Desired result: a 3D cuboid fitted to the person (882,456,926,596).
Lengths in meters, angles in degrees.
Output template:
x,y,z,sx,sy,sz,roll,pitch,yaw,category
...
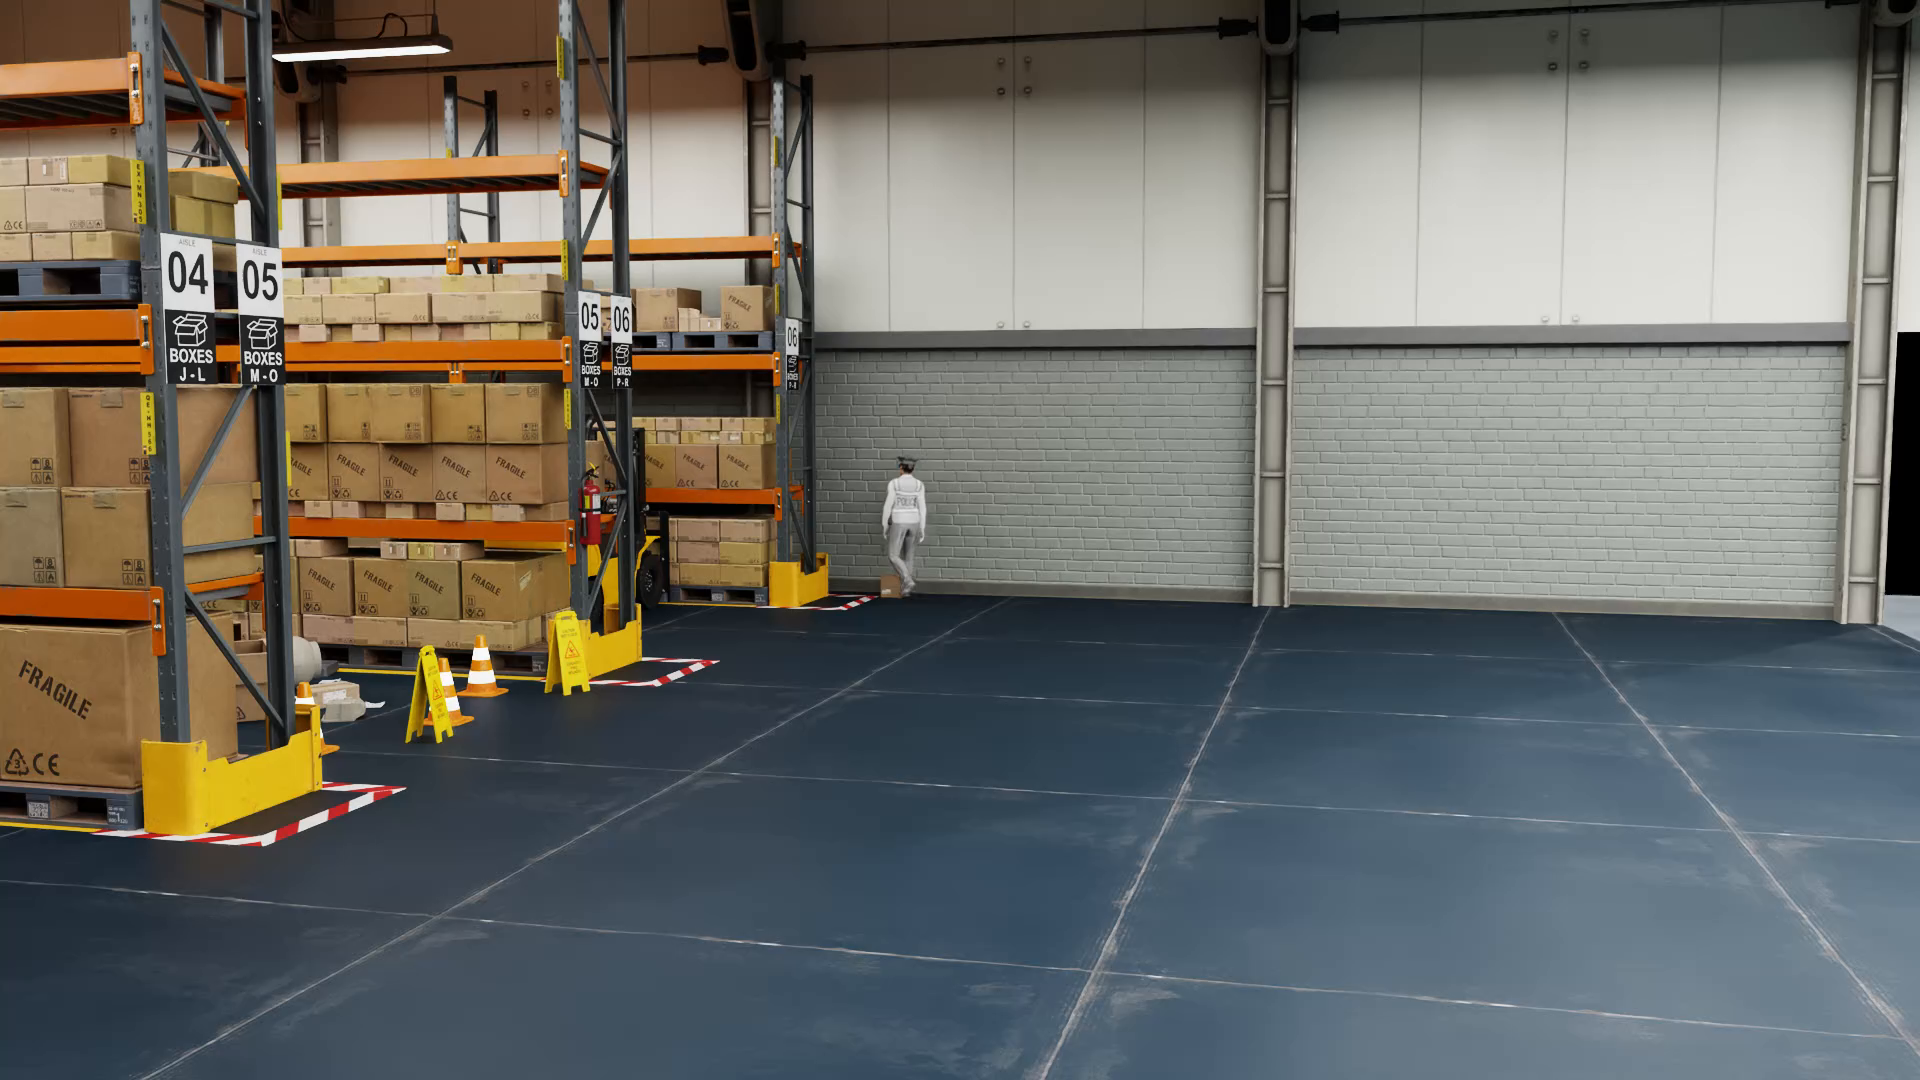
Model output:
x,y,z,sx,sy,sz,roll,pitch,yaw,category
-0.640,-0.151,19.138,0.497,1.639,0.789,-2,5,-24,person
